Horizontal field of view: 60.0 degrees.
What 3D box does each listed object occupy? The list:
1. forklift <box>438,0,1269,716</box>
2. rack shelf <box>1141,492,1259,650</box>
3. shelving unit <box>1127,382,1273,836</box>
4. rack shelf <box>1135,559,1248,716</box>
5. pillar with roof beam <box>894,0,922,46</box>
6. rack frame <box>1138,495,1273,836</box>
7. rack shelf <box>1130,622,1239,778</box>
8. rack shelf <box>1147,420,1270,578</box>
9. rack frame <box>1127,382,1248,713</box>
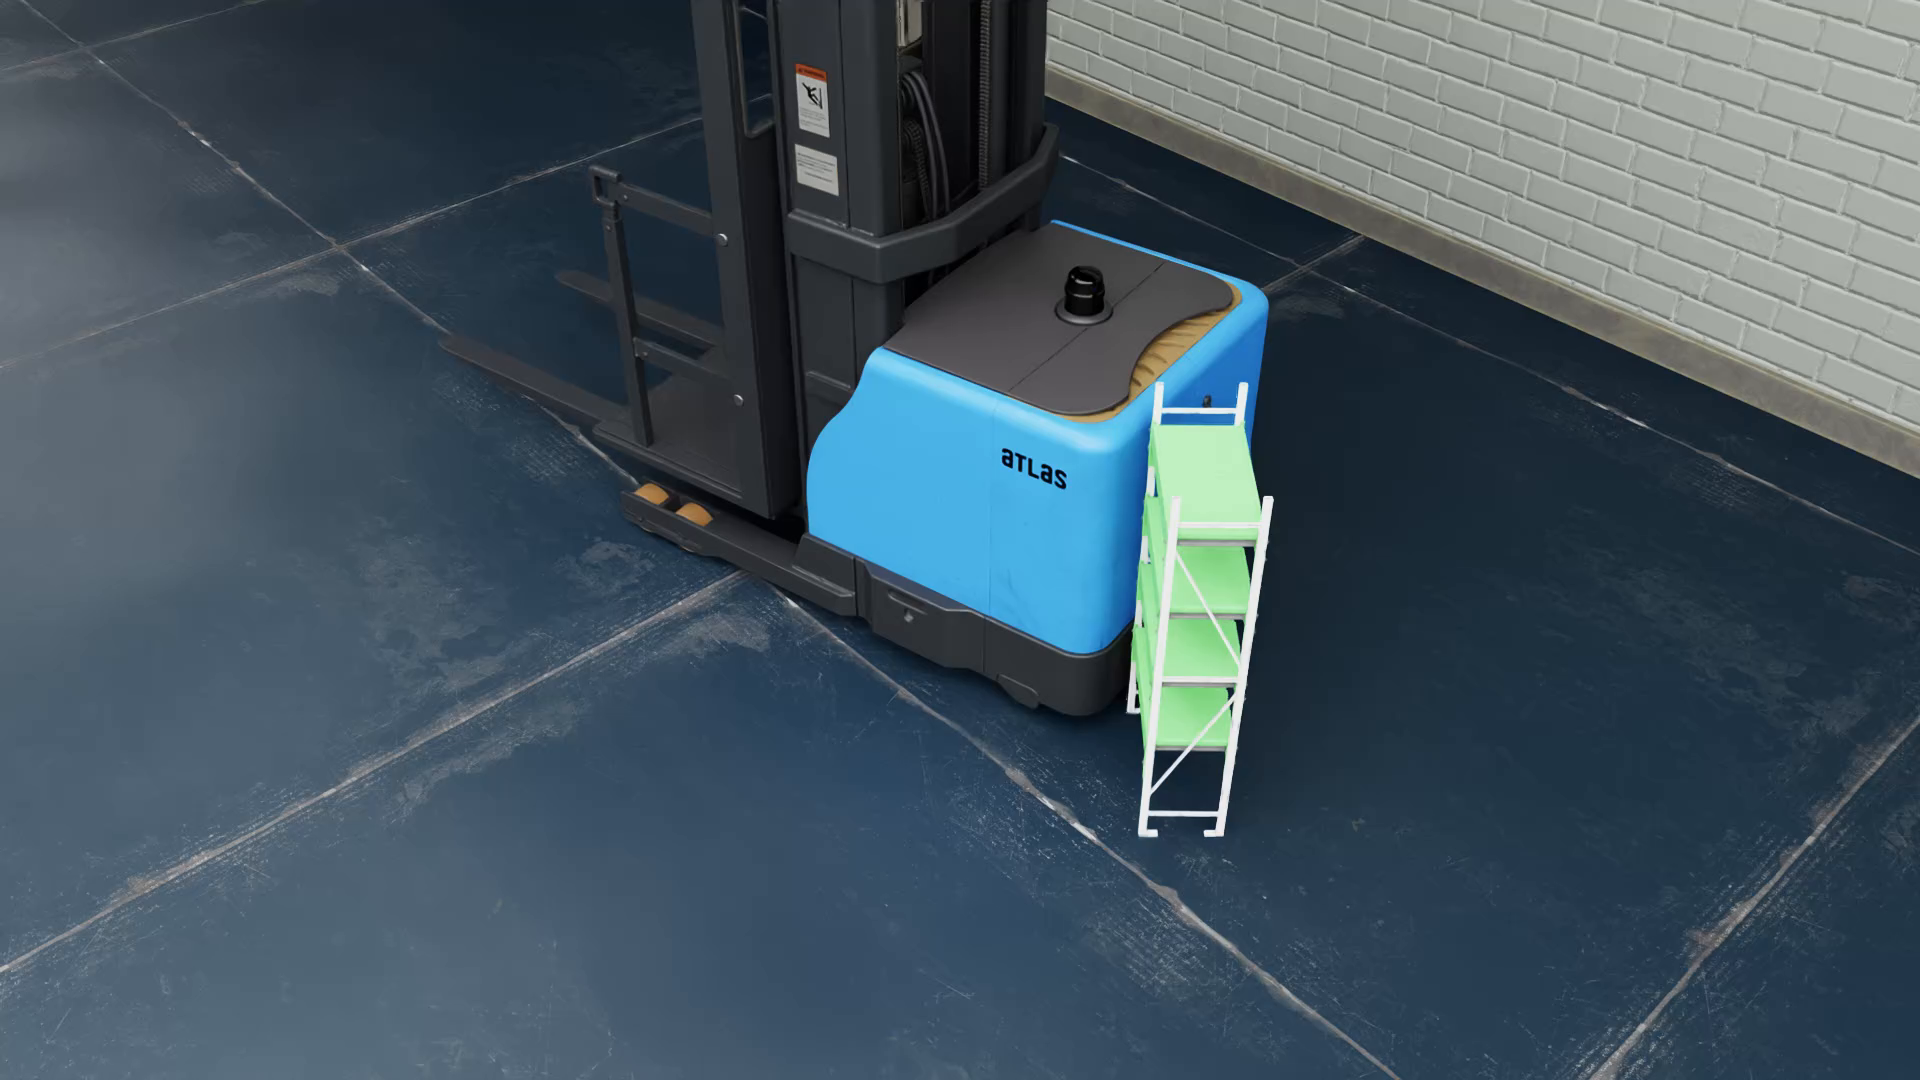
[{"bbox_3d":[-0.557,-1.345,5.083,3.031,2.935,1.130,24,45,26],"label":"forklift"},{"bbox_3d":[0.629,0.076,4.421,0.258,0.148,0.480,0,39,1],"label":"rack shelf"},{"bbox_3d":[0.629,0.213,4.532,0.258,1.200,0.503,0,39,1],"label":"shelving unit"},{"bbox_3d":[0.629,0.263,4.572,0.258,0.148,0.480,0,39,1],"label":"rack shelf"},{"bbox_3d":[-3.482,-4.375,4.005,9.100,9.000,0.400,-30,48,-32],"label":"pillar with roof beam"},{"bbox_3d":[0.626,0.366,4.342,0.240,1.200,0.015,0,39,1],"label":"rack frame"},{"bbox_3d":[0.629,0.449,4.722,0.258,0.148,0.480,0,39,1],"label":"rack shelf"},{"bbox_3d":[0.629,-0.111,4.270,0.258,0.148,0.480,0,39,1],"label":"rack shelf"},{"bbox_3d":[0.632,0.060,4.721,0.240,1.200,0.015,0,39,1],"label":"rack frame"}]
